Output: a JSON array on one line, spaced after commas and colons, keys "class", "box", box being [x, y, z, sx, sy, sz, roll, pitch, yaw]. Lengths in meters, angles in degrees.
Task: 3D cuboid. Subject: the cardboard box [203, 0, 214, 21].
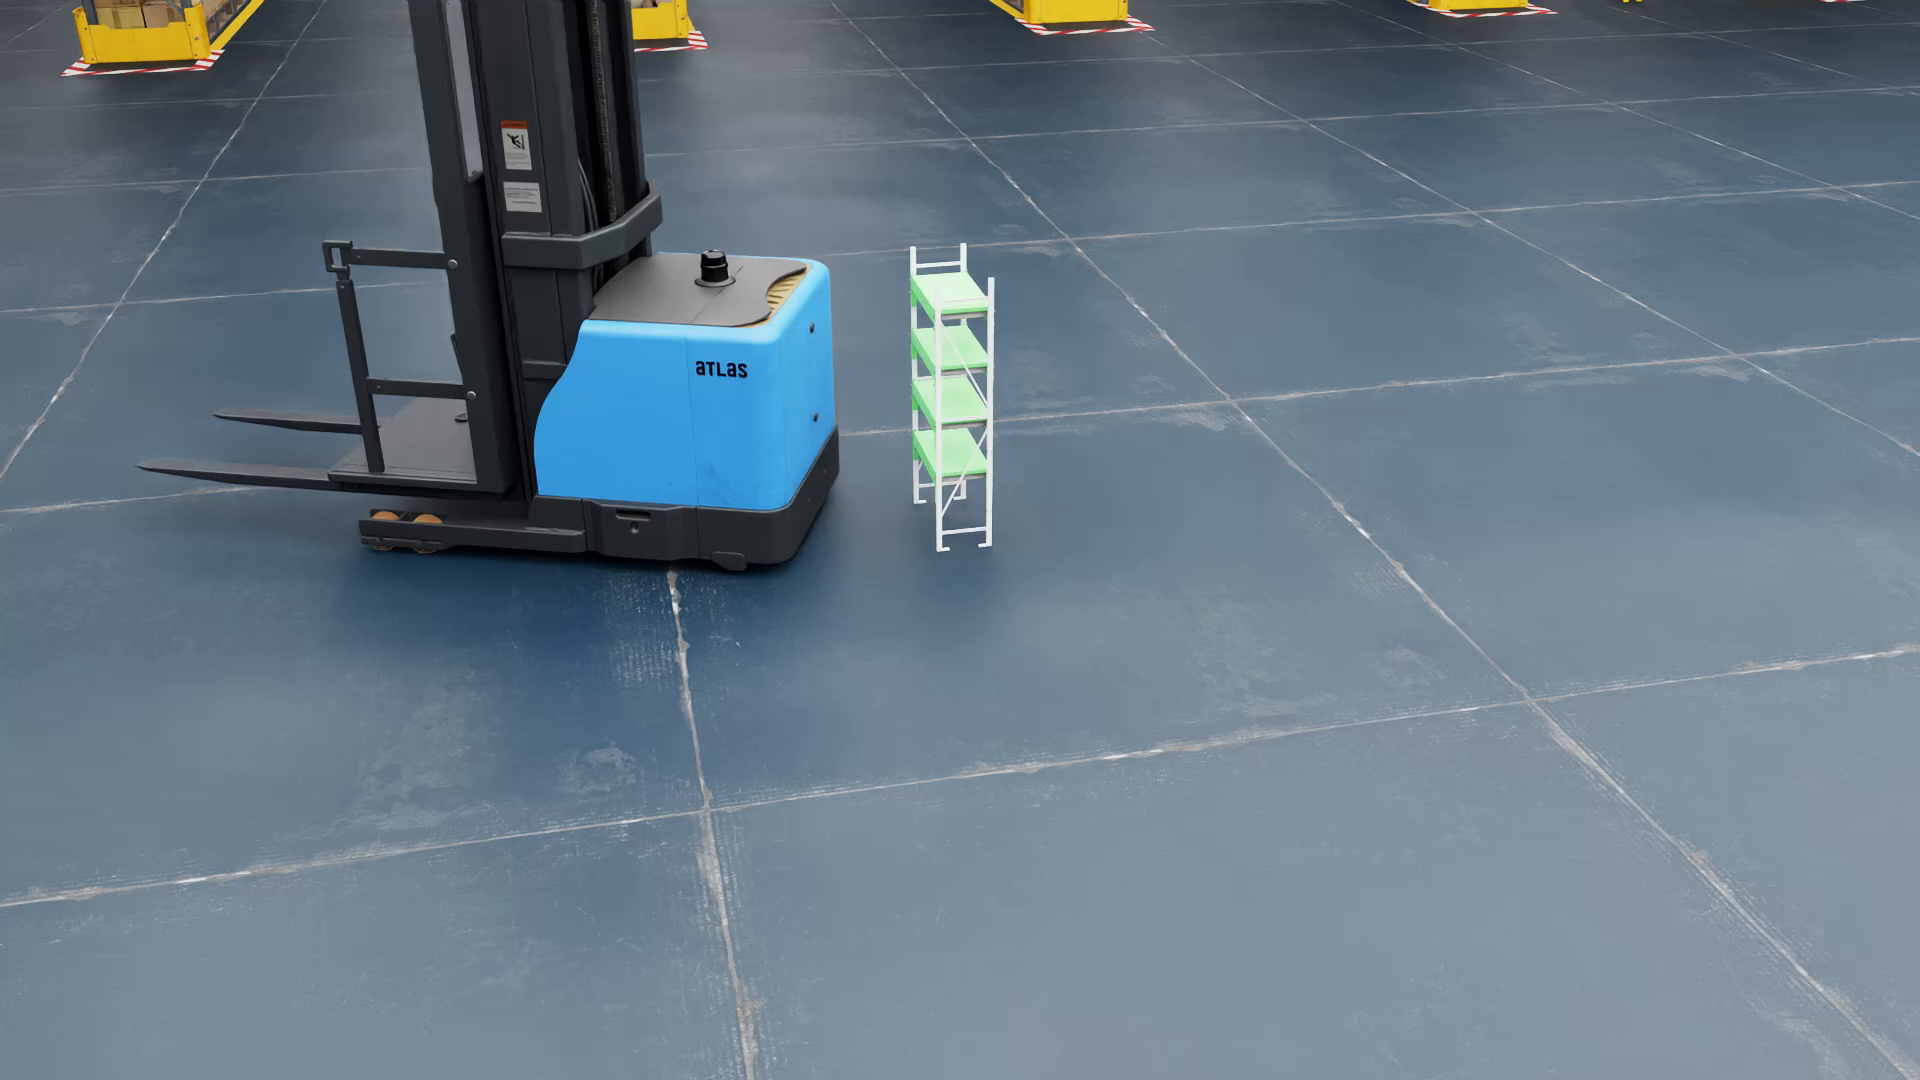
[{"class": "cardboard box", "box": [-8.330, -5.720, 17.839, 0.500, 0.250, 0.500, -6, 27, -12]}]

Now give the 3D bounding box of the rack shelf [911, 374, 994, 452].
[{"class": "rack shelf", "box": [-0.037, -0.551, 7.152, 0.258, 0.148, 0.480, -6, 27, -12]}]

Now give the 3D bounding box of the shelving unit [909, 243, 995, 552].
[{"class": "shelving unit", "box": [-0.037, -0.608, 7.124, 0.258, 1.200, 0.503, -6, 27, -12]}]

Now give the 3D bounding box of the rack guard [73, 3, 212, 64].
[{"class": "rack guard", "box": [-8.305, -5.156, 16.911, 1.175, 0.500, 0.348, -6, 27, -12]}]

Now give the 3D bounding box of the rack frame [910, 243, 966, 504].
[{"class": "rack frame", "box": [-0.092, -0.715, 7.336, 0.240, 1.200, 0.015, -6, 27, -12]}]

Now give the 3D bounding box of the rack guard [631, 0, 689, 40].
[{"class": "rack guard", "box": [-3.546, -5.697, 17.982, 1.175, 0.500, 0.348, -6, 27, -12]}]

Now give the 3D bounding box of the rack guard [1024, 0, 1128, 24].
[{"class": "rack guard", "box": [1.325, -6.205, 18.988, 1.175, 0.500, 0.348, -6, 27, -12]}]

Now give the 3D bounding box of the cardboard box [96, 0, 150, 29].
[{"class": "cardboard box", "box": [-8.719, -5.448, 17.301, 0.500, 0.250, 0.500, -6, 27, -12]}]

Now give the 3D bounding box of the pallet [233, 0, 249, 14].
[{"class": "pallet", "box": [-9.073, -6.441, 19.776, 1.003, 0.211, 1.213, -6, 27, -12]}]

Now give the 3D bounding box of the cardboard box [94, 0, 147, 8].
[{"class": "cardboard box", "box": [-8.721, -5.783, 17.131, 0.500, 0.500, 0.500, -6, 27, -12]}]

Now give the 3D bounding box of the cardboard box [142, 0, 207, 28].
[{"class": "cardboard box", "box": [-8.214, -5.501, 17.405, 0.500, 0.250, 0.500, -6, 27, -12]}]

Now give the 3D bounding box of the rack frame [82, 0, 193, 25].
[{"class": "rack frame", "box": [-8.310, -6.283, 16.369, 1.000, 3.000, 0.127, -6, 27, -12]}]

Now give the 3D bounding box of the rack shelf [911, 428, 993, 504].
[{"class": "rack shelf", "box": [-0.037, -0.337, 7.261, 0.258, 0.148, 0.480, -6, 27, -12]}]

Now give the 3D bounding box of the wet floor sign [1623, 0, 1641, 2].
[{"class": "wet floor sign", "box": [8.133, -6.884, 20.172, 0.267, 0.644, 0.232, -11, 29, -20]}]

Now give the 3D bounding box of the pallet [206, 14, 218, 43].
[{"class": "pallet", "box": [-8.523, -5.369, 17.654, 1.003, 0.211, 1.213, -6, 27, -12]}]

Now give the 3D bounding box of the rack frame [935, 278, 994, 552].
[{"class": "rack frame", "box": [0.018, -0.501, 6.911, 0.240, 1.200, 0.015, -6, 27, -12]}]

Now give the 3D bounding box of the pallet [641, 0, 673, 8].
[{"class": "pallet", "box": [-3.724, -5.925, 18.755, 1.003, 0.211, 1.213, -6, 27, -12]}]

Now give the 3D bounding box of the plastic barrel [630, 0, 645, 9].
[{"class": "plastic barrel", "box": [-3.706, -6.142, 18.385, 0.421, 0.512, 0.421, 0, 27, 0]}]

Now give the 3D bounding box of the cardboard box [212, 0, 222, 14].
[{"class": "cardboard box", "box": [-8.443, -5.939, 18.274, 0.500, 0.250, 0.500, -6, 27, -12]}]

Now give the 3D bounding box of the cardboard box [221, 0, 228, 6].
[{"class": "cardboard box", "box": [-8.551, -6.159, 18.710, 0.500, 0.250, 0.500, -6, 27, -12]}]

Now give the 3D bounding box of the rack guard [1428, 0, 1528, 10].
[{"class": "rack guard", "box": [6.203, -6.620, 19.811, 1.175, 0.500, 0.348, -6, 27, -12]}]

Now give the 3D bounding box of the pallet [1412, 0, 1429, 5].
[{"class": "pallet", "box": [5.941, -6.845, 20.577, 1.003, 0.211, 1.213, -6, 27, -12]}]

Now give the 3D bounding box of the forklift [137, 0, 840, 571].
[{"class": "forklift", "box": [-2.123, -1.478, 6.925, 3.031, 2.935, 1.130, 4, 27, 8]}]

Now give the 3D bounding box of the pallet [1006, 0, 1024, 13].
[{"class": "pallet", "box": [1.177, -6.436, 19.767, 1.003, 0.211, 1.213, -6, 27, -12]}]

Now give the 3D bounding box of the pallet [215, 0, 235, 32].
[{"class": "pallet", "box": [-8.795, -5.904, 18.713, 1.003, 0.211, 1.213, -6, 27, -12]}]

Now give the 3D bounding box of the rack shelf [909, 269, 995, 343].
[{"class": "rack shelf", "box": [-0.037, -0.980, 6.936, 0.258, 0.148, 0.480, -6, 27, -12]}]

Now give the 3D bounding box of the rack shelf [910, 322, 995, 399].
[{"class": "rack shelf", "box": [-0.037, -0.766, 7.044, 0.258, 0.148, 0.480, -6, 27, -12]}]
